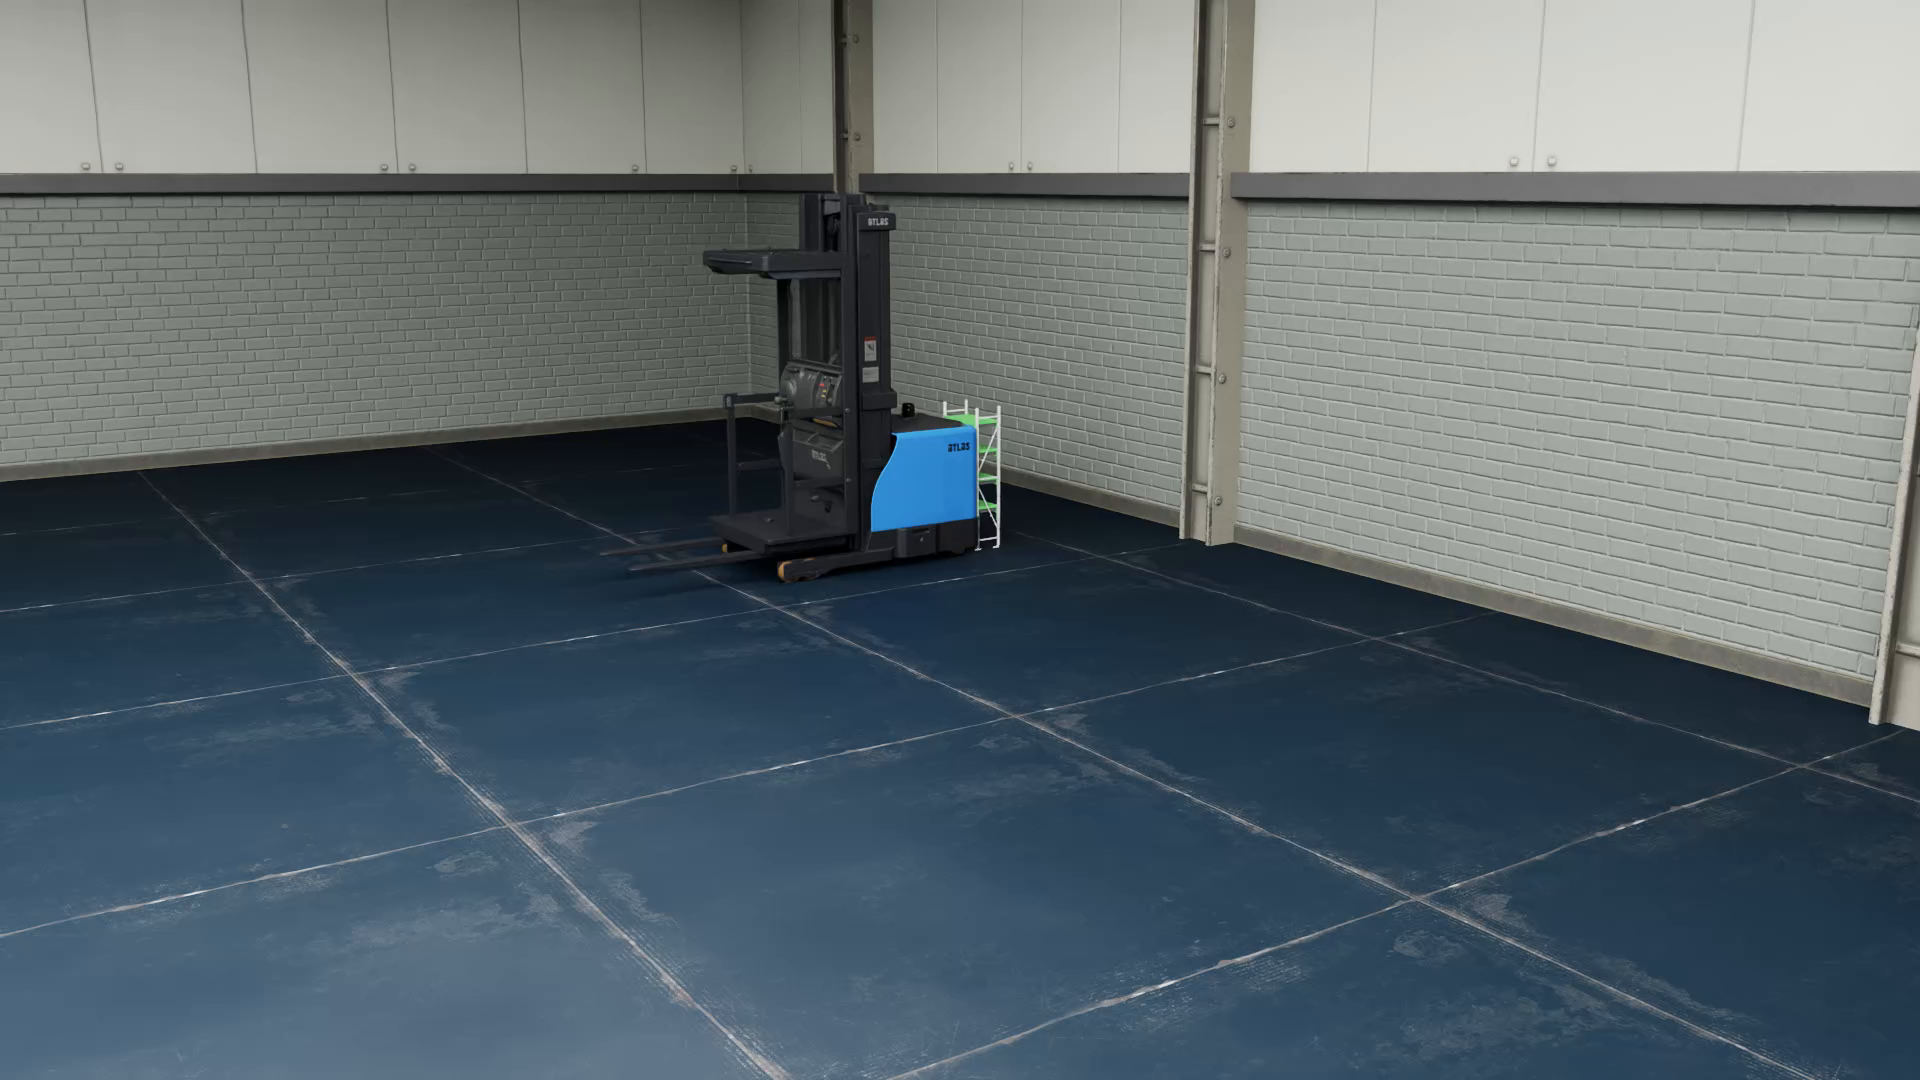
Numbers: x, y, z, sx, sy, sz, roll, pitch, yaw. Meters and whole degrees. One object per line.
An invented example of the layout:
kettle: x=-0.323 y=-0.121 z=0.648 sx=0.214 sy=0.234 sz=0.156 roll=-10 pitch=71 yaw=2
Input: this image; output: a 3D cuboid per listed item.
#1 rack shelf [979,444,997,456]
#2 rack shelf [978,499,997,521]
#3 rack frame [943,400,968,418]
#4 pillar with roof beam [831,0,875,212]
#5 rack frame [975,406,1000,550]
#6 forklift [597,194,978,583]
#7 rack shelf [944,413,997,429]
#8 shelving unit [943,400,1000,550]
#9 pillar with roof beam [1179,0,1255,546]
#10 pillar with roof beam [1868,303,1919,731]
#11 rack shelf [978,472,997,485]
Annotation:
rack shelf: x=0.098 y=-0.730 z=14.065 sx=0.258 sy=0.148 sz=0.480 roll=-8 pitch=15 yaw=-33
rack shelf: x=0.098 y=-0.261 z=14.168 sx=0.258 sy=0.148 sz=0.480 roll=-8 pitch=15 yaw=-33
rack frame: x=-0.037 y=-0.601 z=14.301 sx=0.240 sy=1.200 sz=0.015 roll=-8 pitch=15 yaw=-33
pillar with roof beam: x=-4.770 y=-4.956 z=15.960 sx=9.100 sy=9.000 sz=0.400 roll=-8 pitch=15 yaw=-33
rack frame: x=0.232 y=-0.514 z=13.904 sx=0.240 sy=1.200 sz=0.015 roll=-8 pitch=15 yaw=-33
forklift: x=-1.360 y=-1.230 z=13.126 sx=3.031 sy=2.935 sz=1.130 roll=-8 pitch=15 yaw=-33
rack shelf: x=0.098 y=-0.964 z=14.014 sx=0.258 sy=0.148 sz=0.480 roll=-8 pitch=15 yaw=-33
shelving unit: x=0.098 y=-0.558 z=14.103 sx=0.258 sy=1.200 sz=0.503 roll=-8 pitch=15 yaw=-33
pillar with roof beam: x=-1.446 y=-3.889 z=11.080 sx=9.100 sy=9.000 sz=0.400 roll=-8 pitch=15 yaw=-33
pillar with roof beam: x=1.879 y=-2.822 z=6.200 sx=9.100 sy=9.000 sz=0.400 roll=-8 pitch=15 yaw=-33
rack shelf: x=0.098 y=-0.495 z=14.116 sx=0.258 sy=0.148 sz=0.480 roll=-8 pitch=15 yaw=-33
